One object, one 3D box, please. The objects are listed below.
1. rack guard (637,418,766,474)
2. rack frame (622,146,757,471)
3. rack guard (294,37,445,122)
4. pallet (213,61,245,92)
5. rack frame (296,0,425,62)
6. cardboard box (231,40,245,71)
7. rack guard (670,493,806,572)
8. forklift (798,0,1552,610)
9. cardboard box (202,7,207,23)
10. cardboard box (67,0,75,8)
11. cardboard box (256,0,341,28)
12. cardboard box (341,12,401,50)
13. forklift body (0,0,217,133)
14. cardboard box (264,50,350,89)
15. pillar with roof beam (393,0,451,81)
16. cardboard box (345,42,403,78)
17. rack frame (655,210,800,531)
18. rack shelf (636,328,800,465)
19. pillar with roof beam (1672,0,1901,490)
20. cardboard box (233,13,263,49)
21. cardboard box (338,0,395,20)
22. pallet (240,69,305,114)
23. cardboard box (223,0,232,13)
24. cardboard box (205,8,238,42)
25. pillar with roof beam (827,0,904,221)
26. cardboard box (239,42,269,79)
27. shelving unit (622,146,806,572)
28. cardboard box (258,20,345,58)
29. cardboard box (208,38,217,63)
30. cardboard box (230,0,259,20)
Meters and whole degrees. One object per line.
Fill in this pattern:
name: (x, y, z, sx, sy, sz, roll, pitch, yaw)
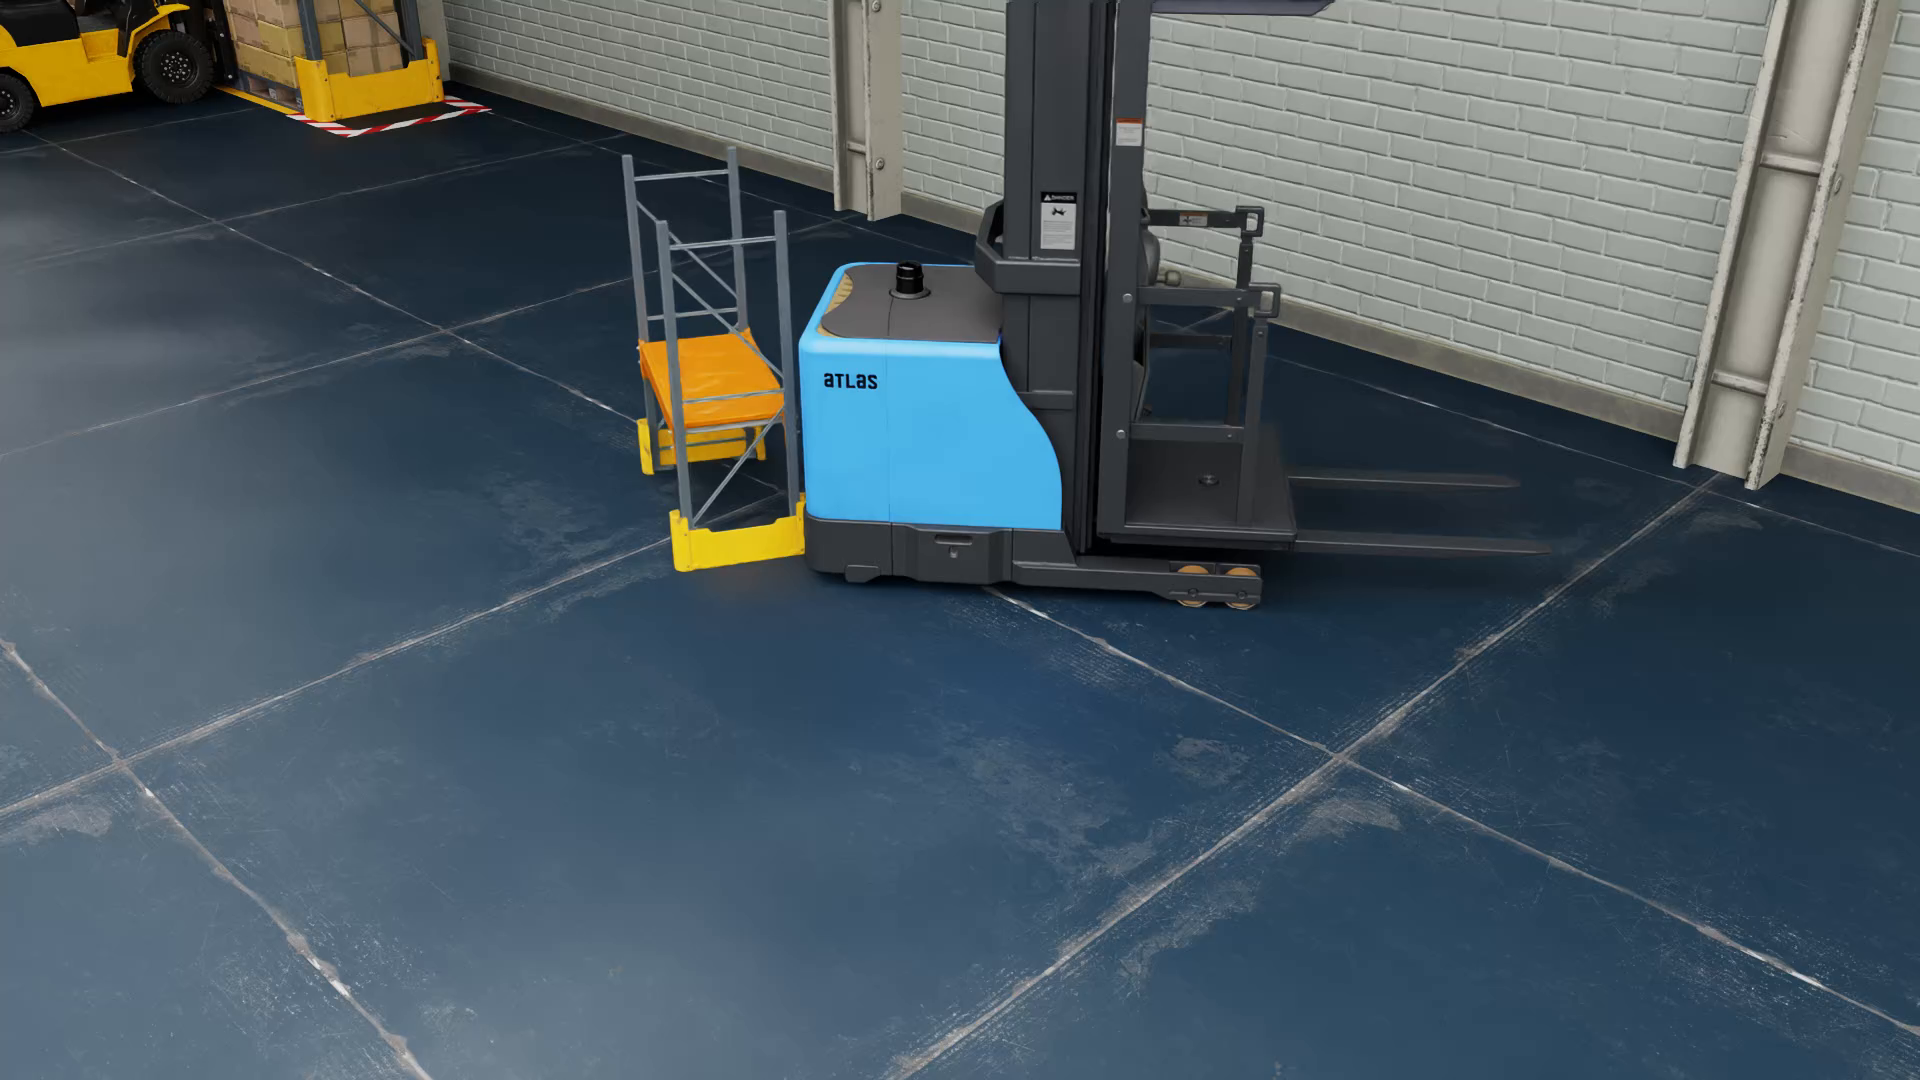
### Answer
rack guard: (-1.221, -0.477, 7.888, 0.587, 0.250, 0.087, -8, 29, -15)
rack frame: (-1.222, -1.030, 7.598, 0.500, 1.500, 0.032, -8, 29, -15)
rack guard: (-5.031, -3.946, 14.217, 0.348, 0.500, 1.175, 25, 36, 38)
pallet: (-6.489, -4.460, 15.505, 1.213, 0.211, 1.003, 25, 36, 38)
rack frame: (-5.048, -5.060, 13.651, 0.127, 3.000, 1.000, 25, 36, 38)
cardboard box: (-6.303, -4.409, 14.916, 0.500, 0.250, 0.500, -25, 37, -39)
rack guard: (-0.924, -0.034, 7.047, 0.587, 0.250, 0.087, -8, 29, -15)
forklift: (0.905, -1.277, 6.530, 3.031, 2.935, 1.130, 3, 28, 5)
cardboard box: (-6.702, -4.799, 15.119, 0.500, 0.250, 0.500, 24, 36, 38)
cardboard box: (-8.828, -5.923, 17.391, 0.625, 0.625, 0.875, 24, 36, 38)
cardboard box: (-5.595, -4.518, 14.049, 0.500, 0.250, 0.500, -24, 36, -38)
cardboard box: (-5.238, -4.473, 14.499, 0.500, 0.250, 0.500, -25, 36, -38)
forklift body: (-7.679, -4.698, 13.873, 1.214, 2.155, 2.313, 25, 36, 38)
cardboard box: (-5.605, -4.078, 14.285, 0.500, 0.250, 0.500, 25, 37, 39)
pillar with roof beam: (-7.931, -6.813, 10.538, 0.400, 9.000, 9.100, 25, 36, 38)
cardboard box: (-5.261, -4.254, 14.621, 0.500, 0.250, 0.500, 25, 37, 39)
rack frame: (-0.918, -0.579, 6.739, 0.500, 1.500, 0.032, -8, 29, -15)
rack shelf: (-1.070, -0.645, 7.252, 0.538, 0.185, 1.000, -8, 29, -15)
pillar with roof beam: (0.626, -2.898, 3.092, 0.400, 9.000, 9.100, 25, 36, 38)
cardboard box: (-5.965, -4.473, 14.499, 0.500, 0.250, 0.500, 24, 36, 38)
cardboard box: (-5.258, -4.691, 14.378, 0.500, 0.250, 0.500, 24, 36, 38)
pallet: (-5.623, -4.062, 14.748, 1.213, 0.211, 1.003, 25, 36, 38)
cardboard box: (-6.330, -4.844, 14.669, 0.500, 0.250, 0.500, -25, 37, -39)
cardboard box: (-6.347, -4.634, 14.806, 0.500, 0.250, 0.500, 24, 36, 37)
pillar with roof beam: (-3.653, -4.855, 6.815, 0.400, 9.000, 9.100, 25, 36, 38)
cardboard box: (-5.953, -4.243, 14.599, 0.500, 0.250, 0.500, 25, 36, 38)
shelving unit: (-1.072, -0.809, 7.176, 0.587, 1.500, 1.083, -8, 29, -15)
cardboard box: (-5.614, -4.305, 14.181, 0.500, 0.250, 0.500, 24, 36, 38)
cardboard box: (-6.689, -4.571, 15.224, 0.500, 0.250, 0.500, -24, 36, -38)
cardboard box: (-5.963, -4.683, 14.362, 0.500, 0.250, 0.500, -25, 36, -38)
